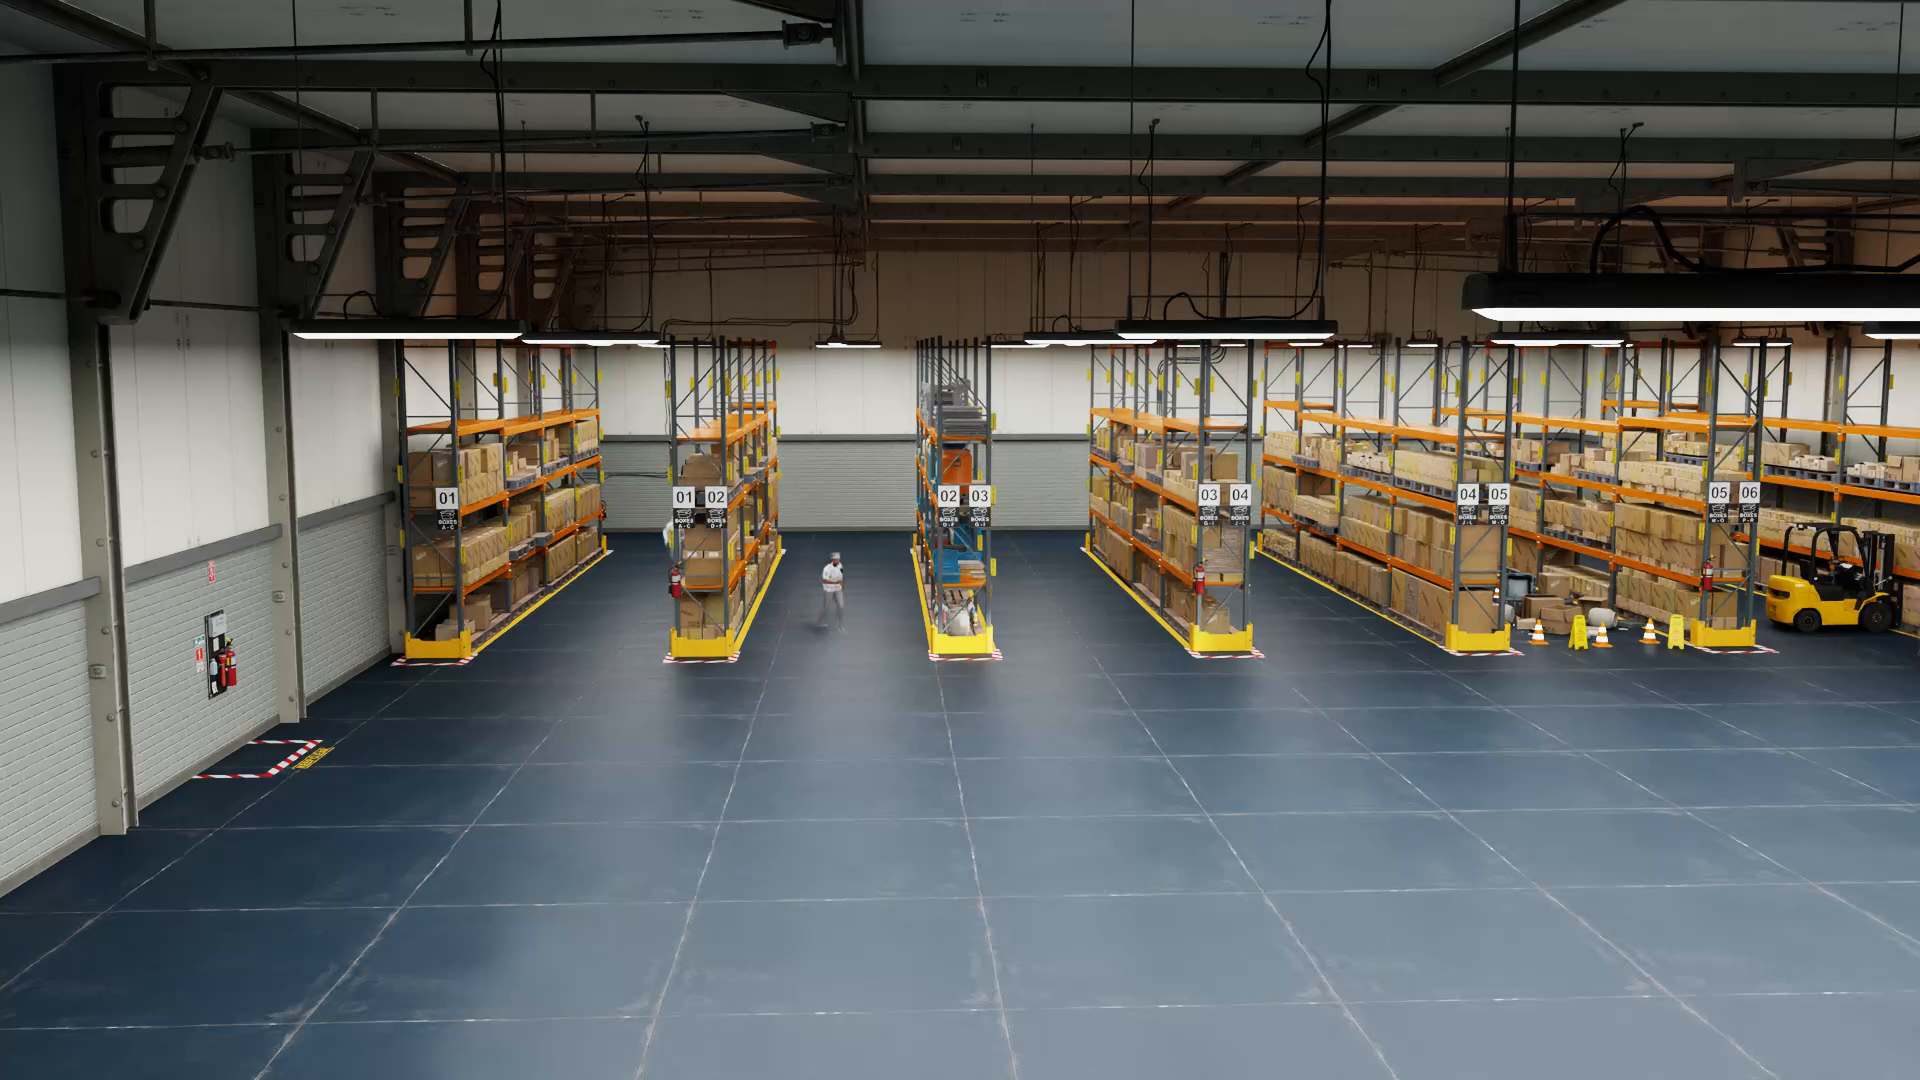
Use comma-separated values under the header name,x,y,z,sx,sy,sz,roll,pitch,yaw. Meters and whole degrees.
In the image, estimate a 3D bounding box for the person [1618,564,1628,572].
name,x,y,z,sx,sy,sz,roll,pitch,yaw
person,16.279,0.313,40.489,0.612,1.648,0.509,-1,7,-5

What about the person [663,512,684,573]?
name,x,y,z,sx,sy,sz,roll,pitch,yaw
person,-7.207,0.100,42.111,0.608,1.654,0.618,-1,7,-8

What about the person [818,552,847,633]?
name,x,y,z,sx,sy,sz,roll,pitch,yaw
person,-2.614,1.049,34.027,0.573,1.661,0.956,-4,8,-31

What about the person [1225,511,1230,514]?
name,x,y,z,sx,sy,sz,roll,pitch,yaw
person,7.785,-0.540,48.230,0.624,1.624,0.604,4,8,34
